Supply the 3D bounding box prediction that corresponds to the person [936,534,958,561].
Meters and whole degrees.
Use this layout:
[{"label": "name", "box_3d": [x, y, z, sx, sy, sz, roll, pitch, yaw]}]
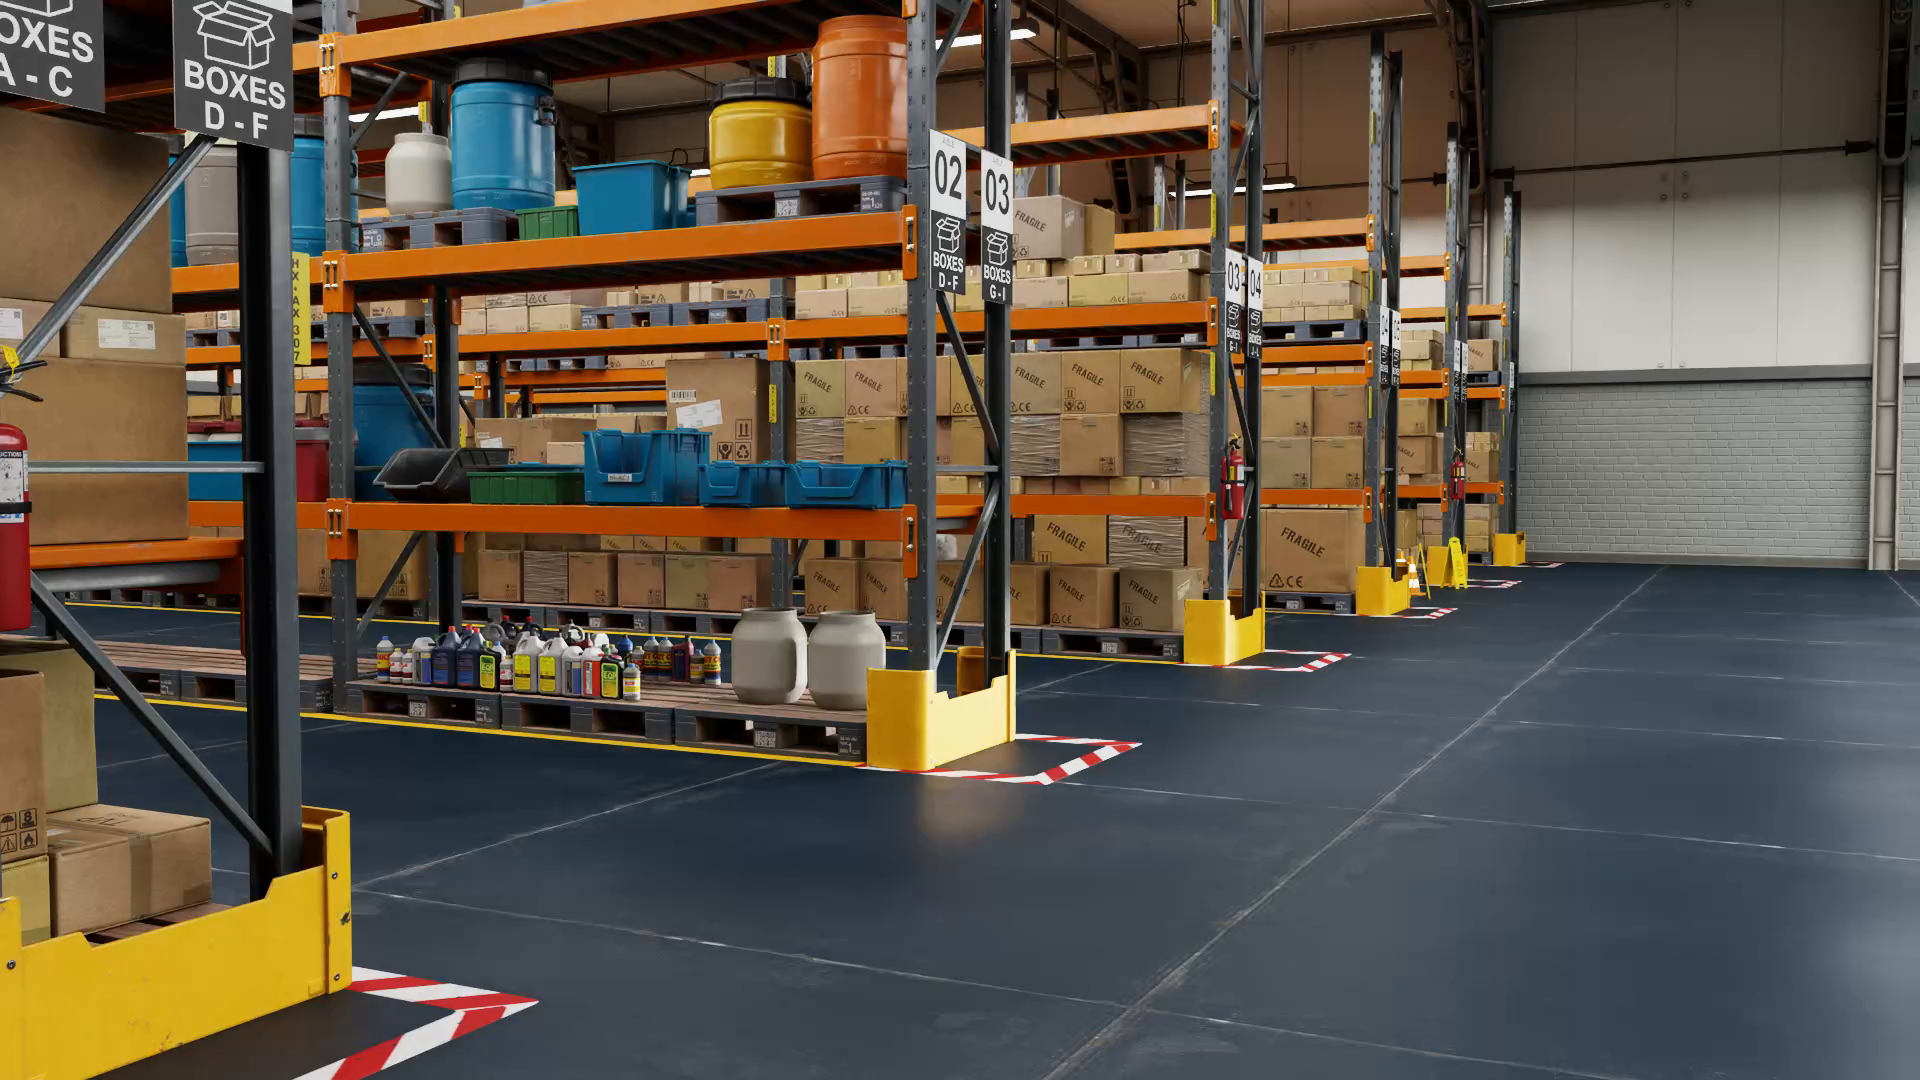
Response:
[{"label": "person", "box_3d": [-0.246, -0.095, 16.848, 0.596, 1.779, 0.575, -1, 2, -12]}]
